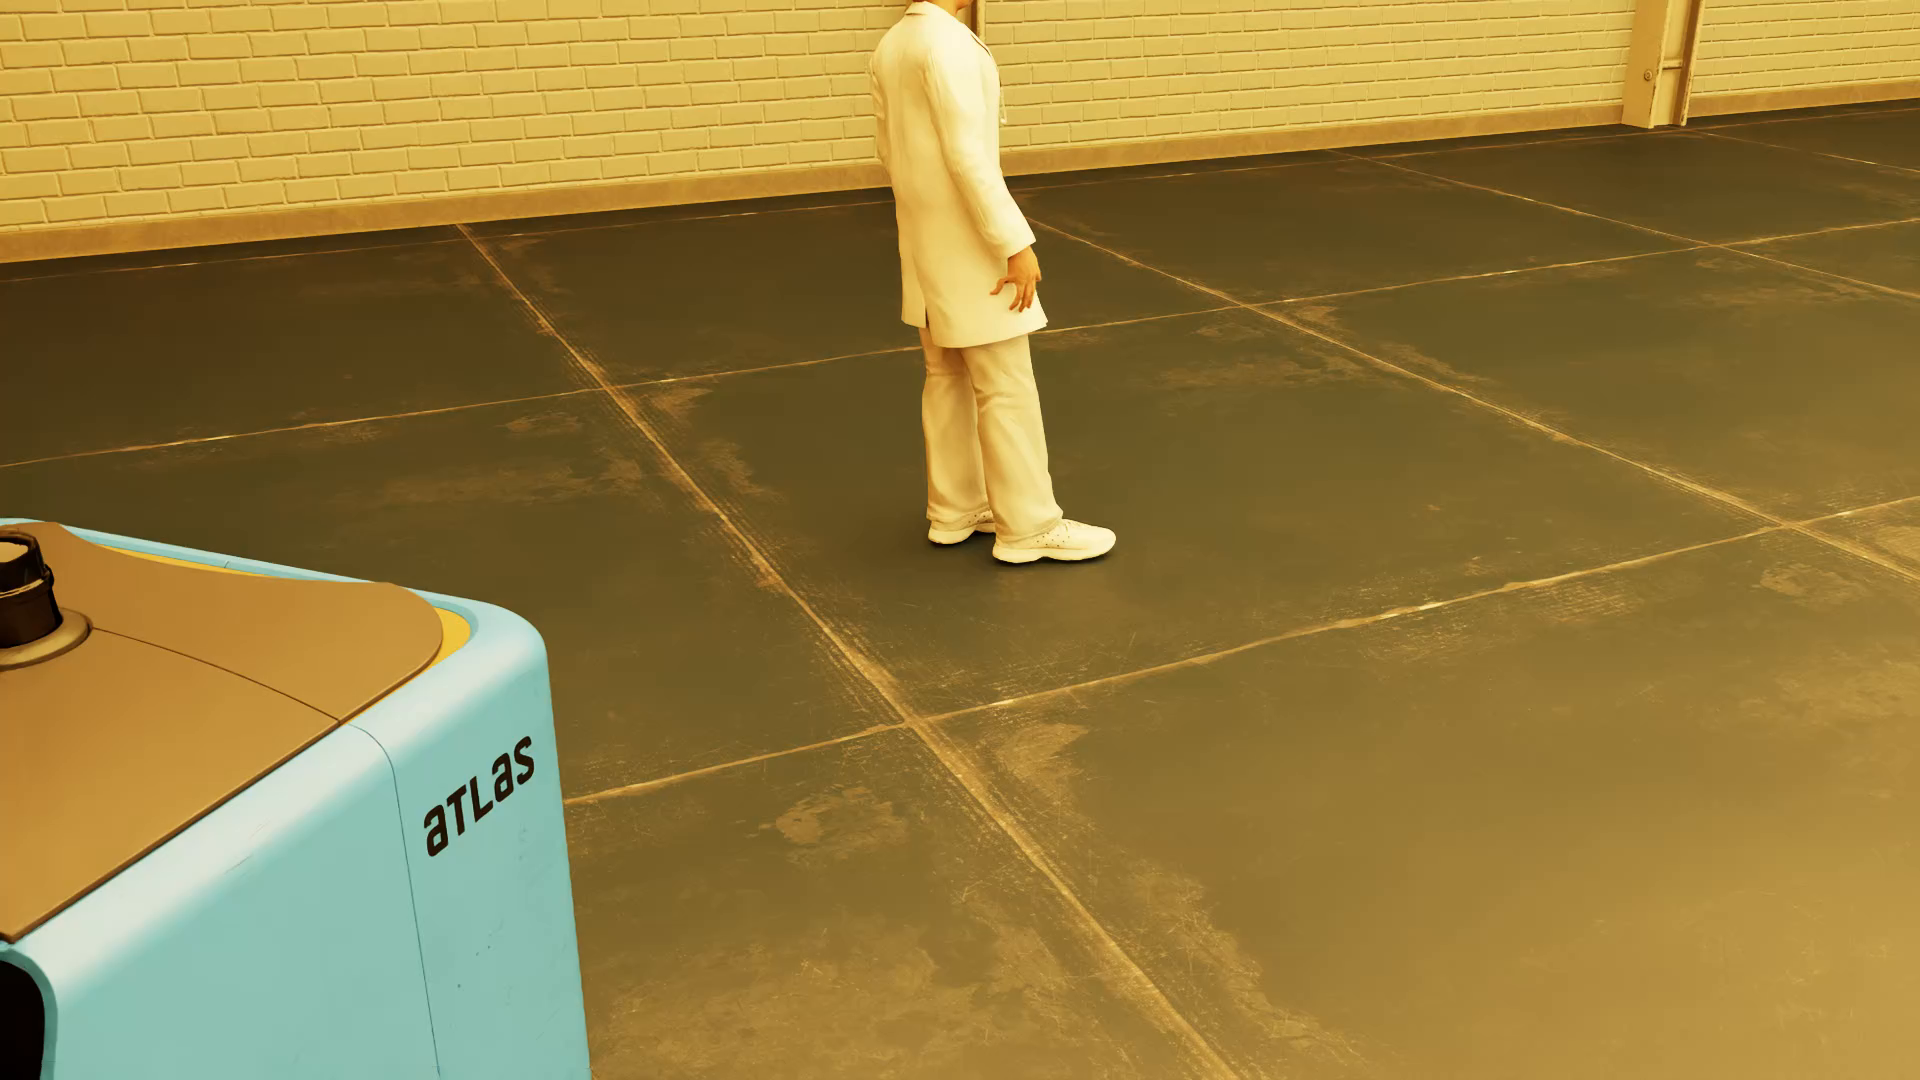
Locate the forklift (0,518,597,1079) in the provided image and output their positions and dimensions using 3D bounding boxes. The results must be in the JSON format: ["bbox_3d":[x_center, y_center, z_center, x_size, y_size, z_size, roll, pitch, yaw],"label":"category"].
[{"bbox_3d":[-1.515,0.185,0.842,1.130,2.935,3.031,9,24,20],"label":"forklift"}]

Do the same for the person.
[{"bbox_3d":[0.084,-0.834,4.797,0.581,1.763,0.694,-10,25,-23],"label":"person"}]
